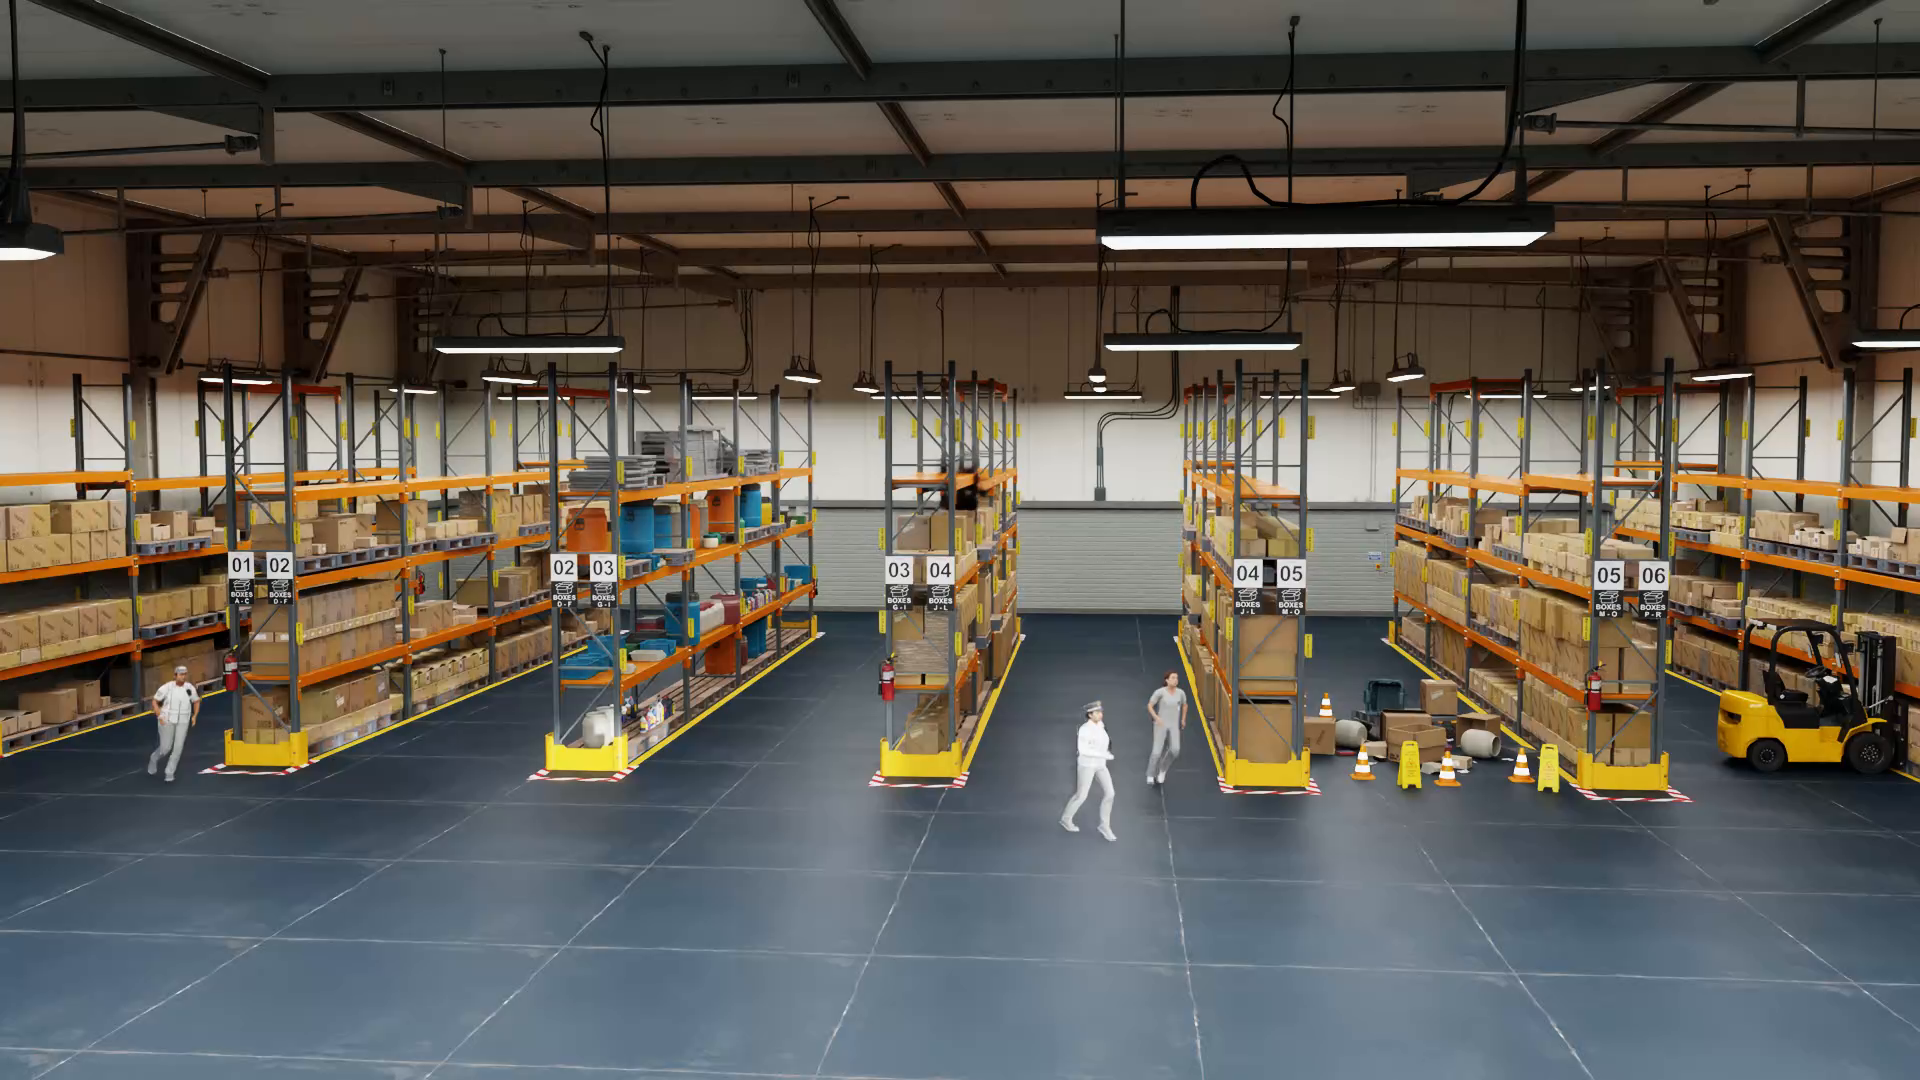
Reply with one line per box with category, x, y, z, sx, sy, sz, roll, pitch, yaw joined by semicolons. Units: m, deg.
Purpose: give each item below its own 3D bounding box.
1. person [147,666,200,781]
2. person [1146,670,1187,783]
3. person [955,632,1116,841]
person;-11.329;2.623;24.010;0.689;1.614;0.570;-3;5;-42
person;2.956;2.642;23.506;0.623;1.617;0.591;-1;4;-8
person;0.826;2.528;22.052;4.132;2.127;1.741;4;5;44
